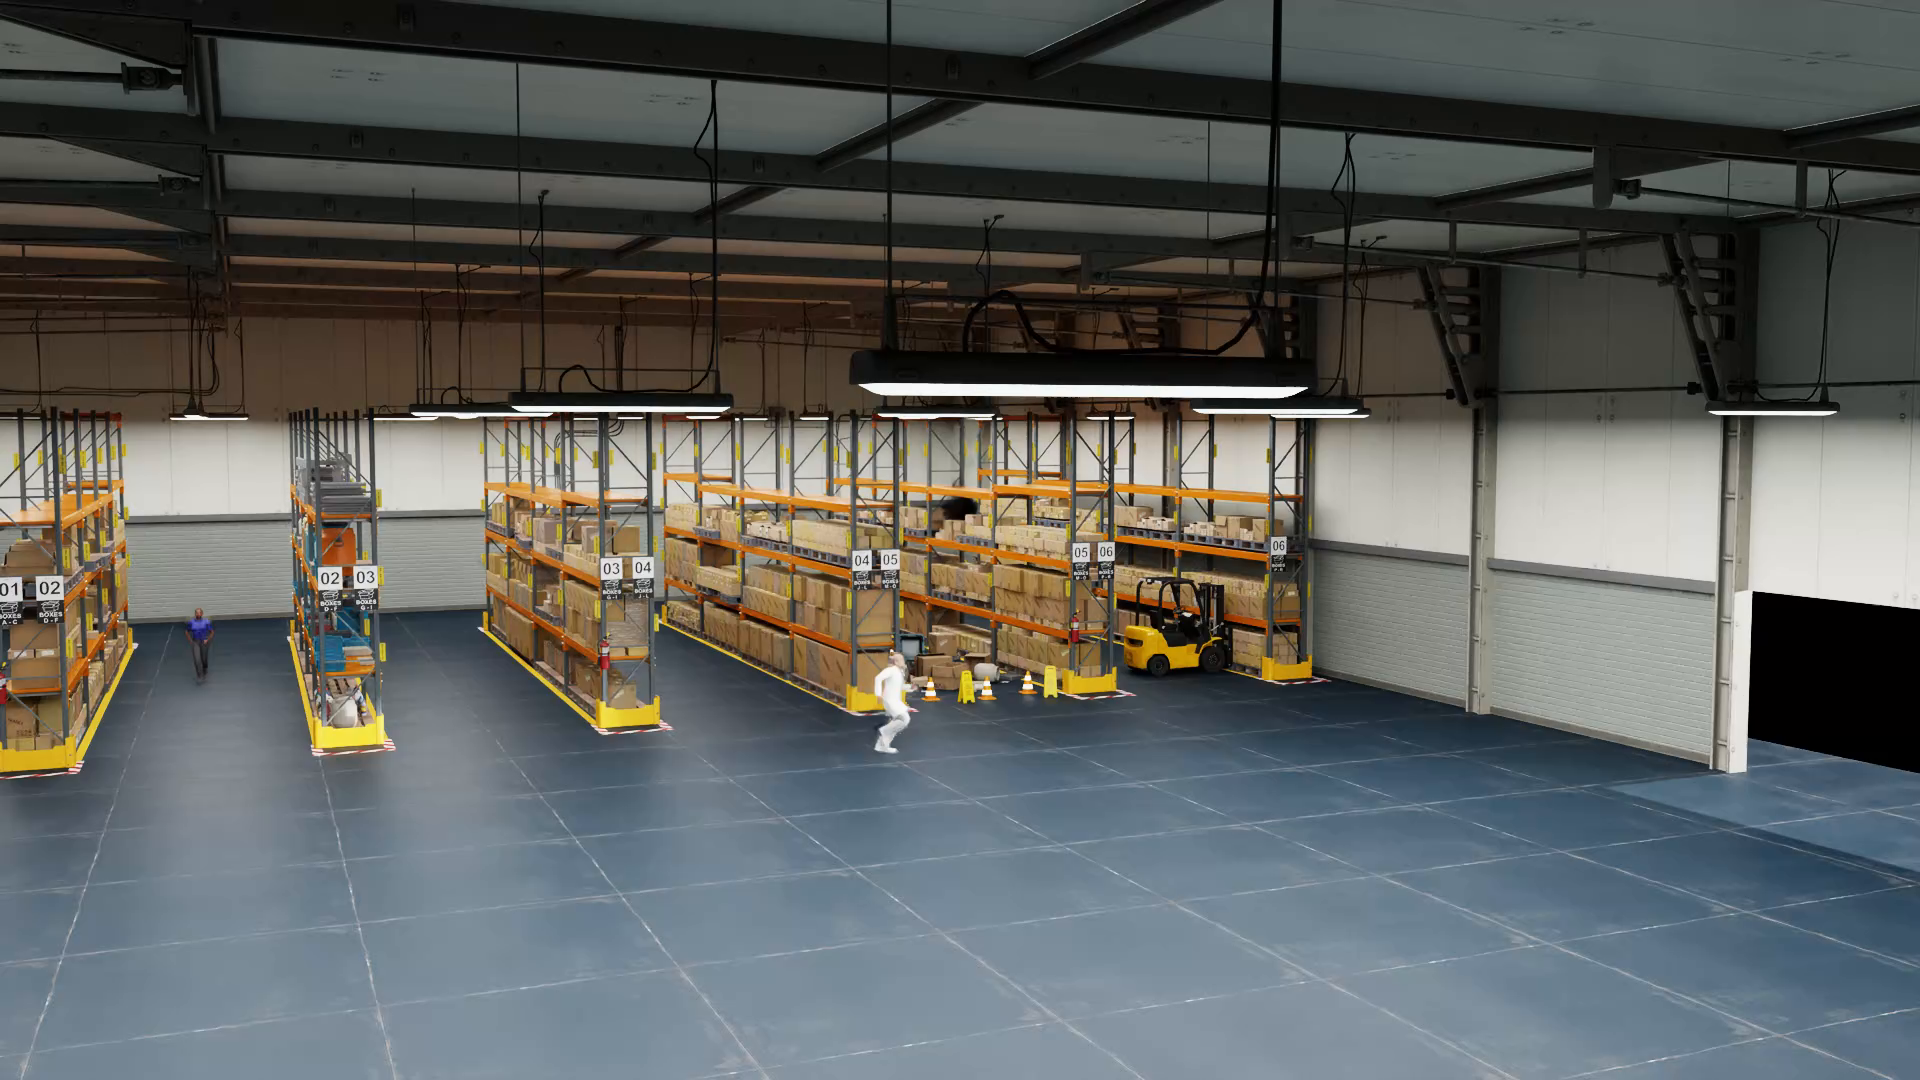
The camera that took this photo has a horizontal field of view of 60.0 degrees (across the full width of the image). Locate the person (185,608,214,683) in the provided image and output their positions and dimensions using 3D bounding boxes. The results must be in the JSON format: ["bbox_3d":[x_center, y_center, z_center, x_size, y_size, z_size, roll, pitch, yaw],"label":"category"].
[{"bbox_3d":[-16.904,2.326,36.980,0.590,1.640,0.702,-2,4,-23],"label":"person"}]

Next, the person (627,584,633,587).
[{"bbox_3d":[-9.536,1.529,47.387,0.718,1.766,0.840,1,4,17],"label":"person"}]

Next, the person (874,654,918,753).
[{"bbox_3d":[-1.105,2.933,28.827,0.754,1.536,0.758,1,4,16],"label":"person"}]
